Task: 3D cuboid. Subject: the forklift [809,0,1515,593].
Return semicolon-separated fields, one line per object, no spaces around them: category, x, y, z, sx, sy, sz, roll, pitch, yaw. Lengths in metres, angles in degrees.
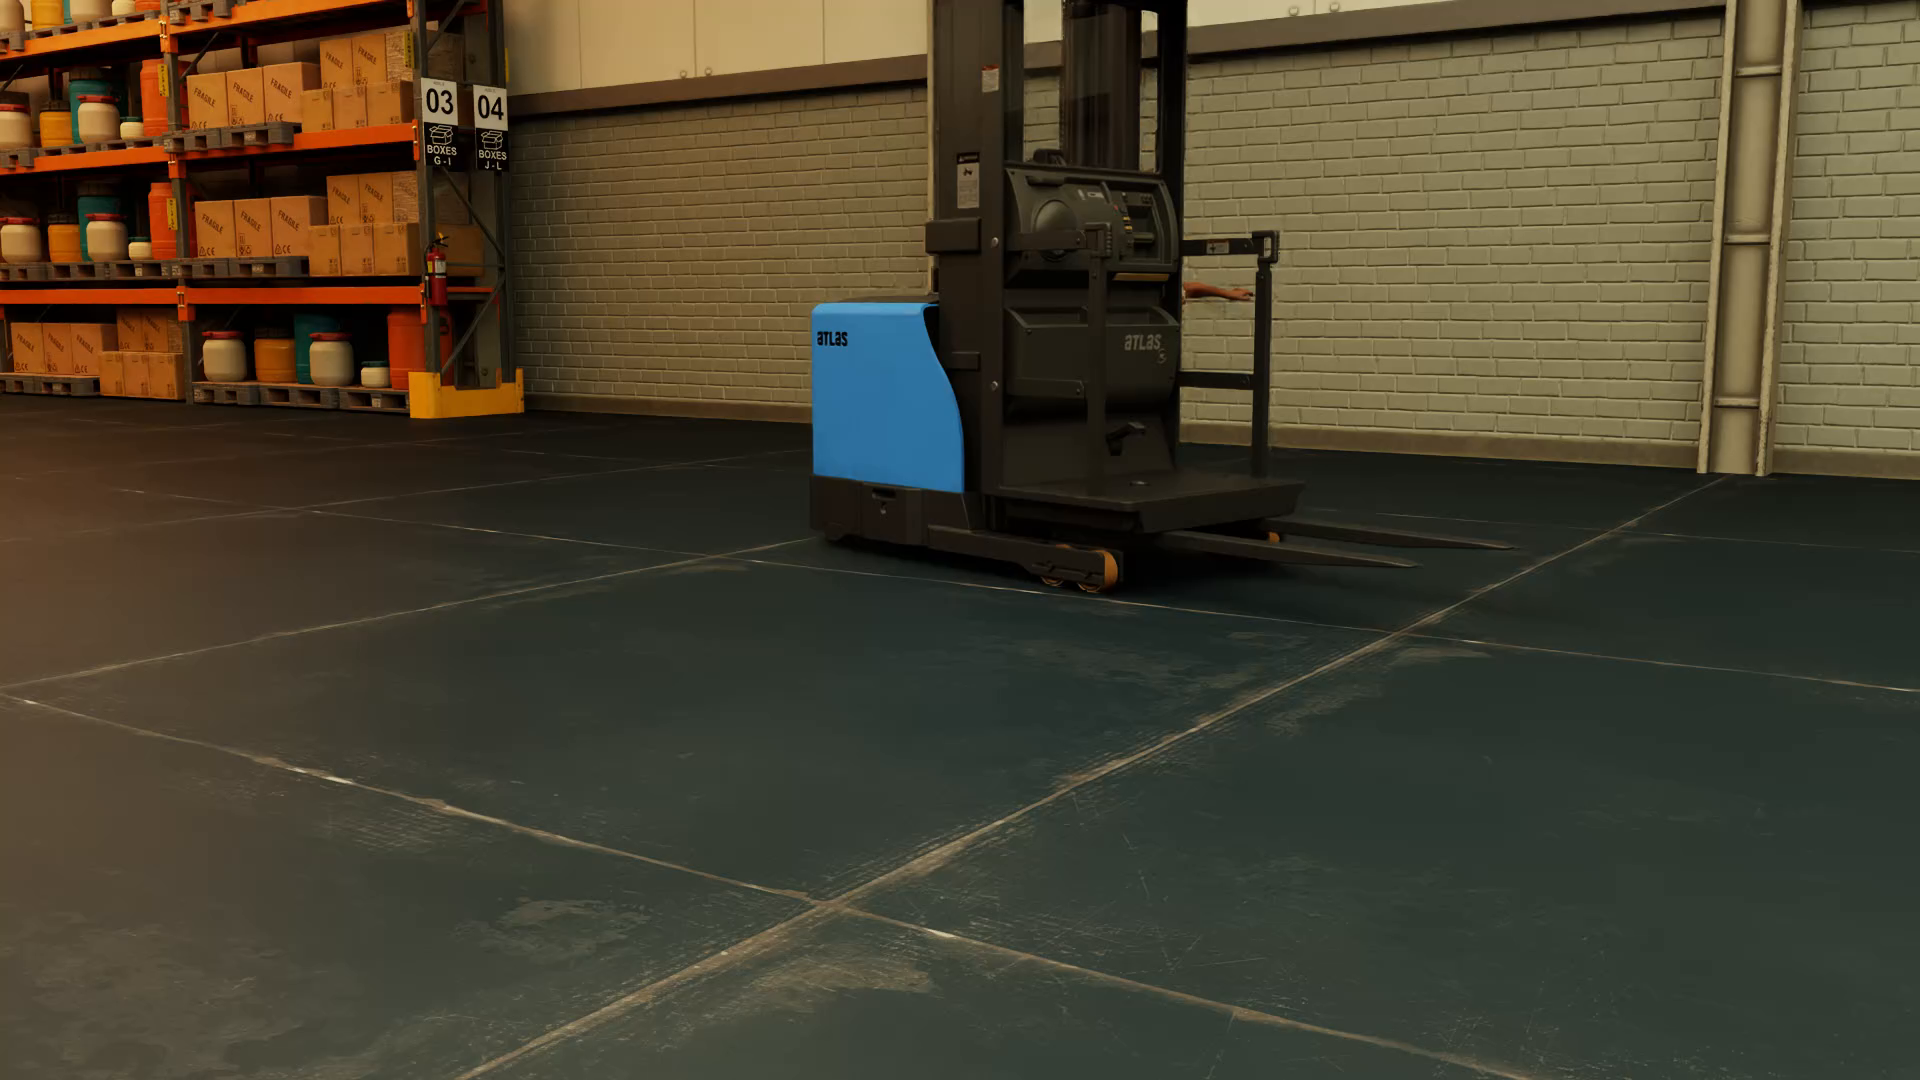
forklift;0.689;-1.333;6.564;1.130;2.935;3.031;-7;11;-42

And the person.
person;0.905;-0.707;7.952;1.322;1.356;0.691;-2;8;-15
